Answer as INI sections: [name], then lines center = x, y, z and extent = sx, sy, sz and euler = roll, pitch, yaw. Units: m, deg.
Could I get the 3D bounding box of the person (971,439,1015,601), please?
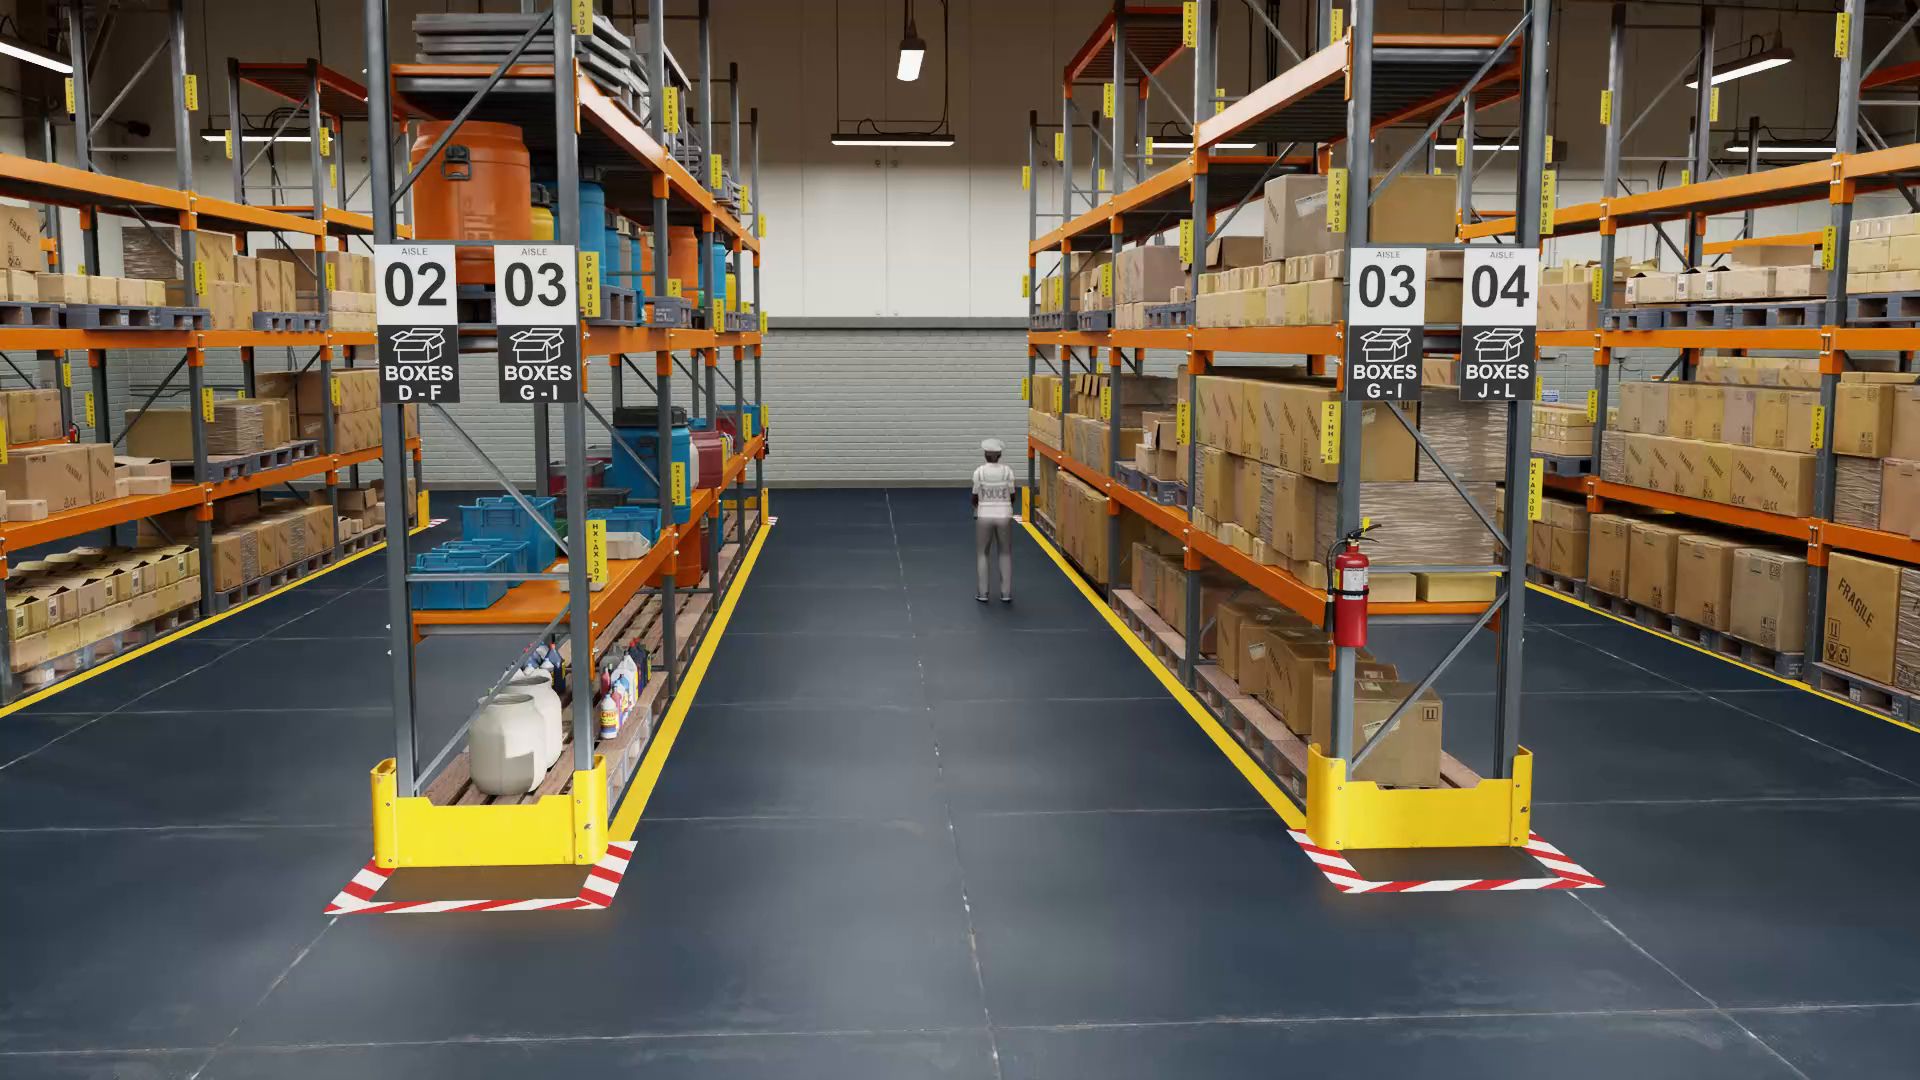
[person]
center = 0.344, -0.217, 17.391
extent = 0.464, 1.692, 0.508
euler = 0, 7, -4
